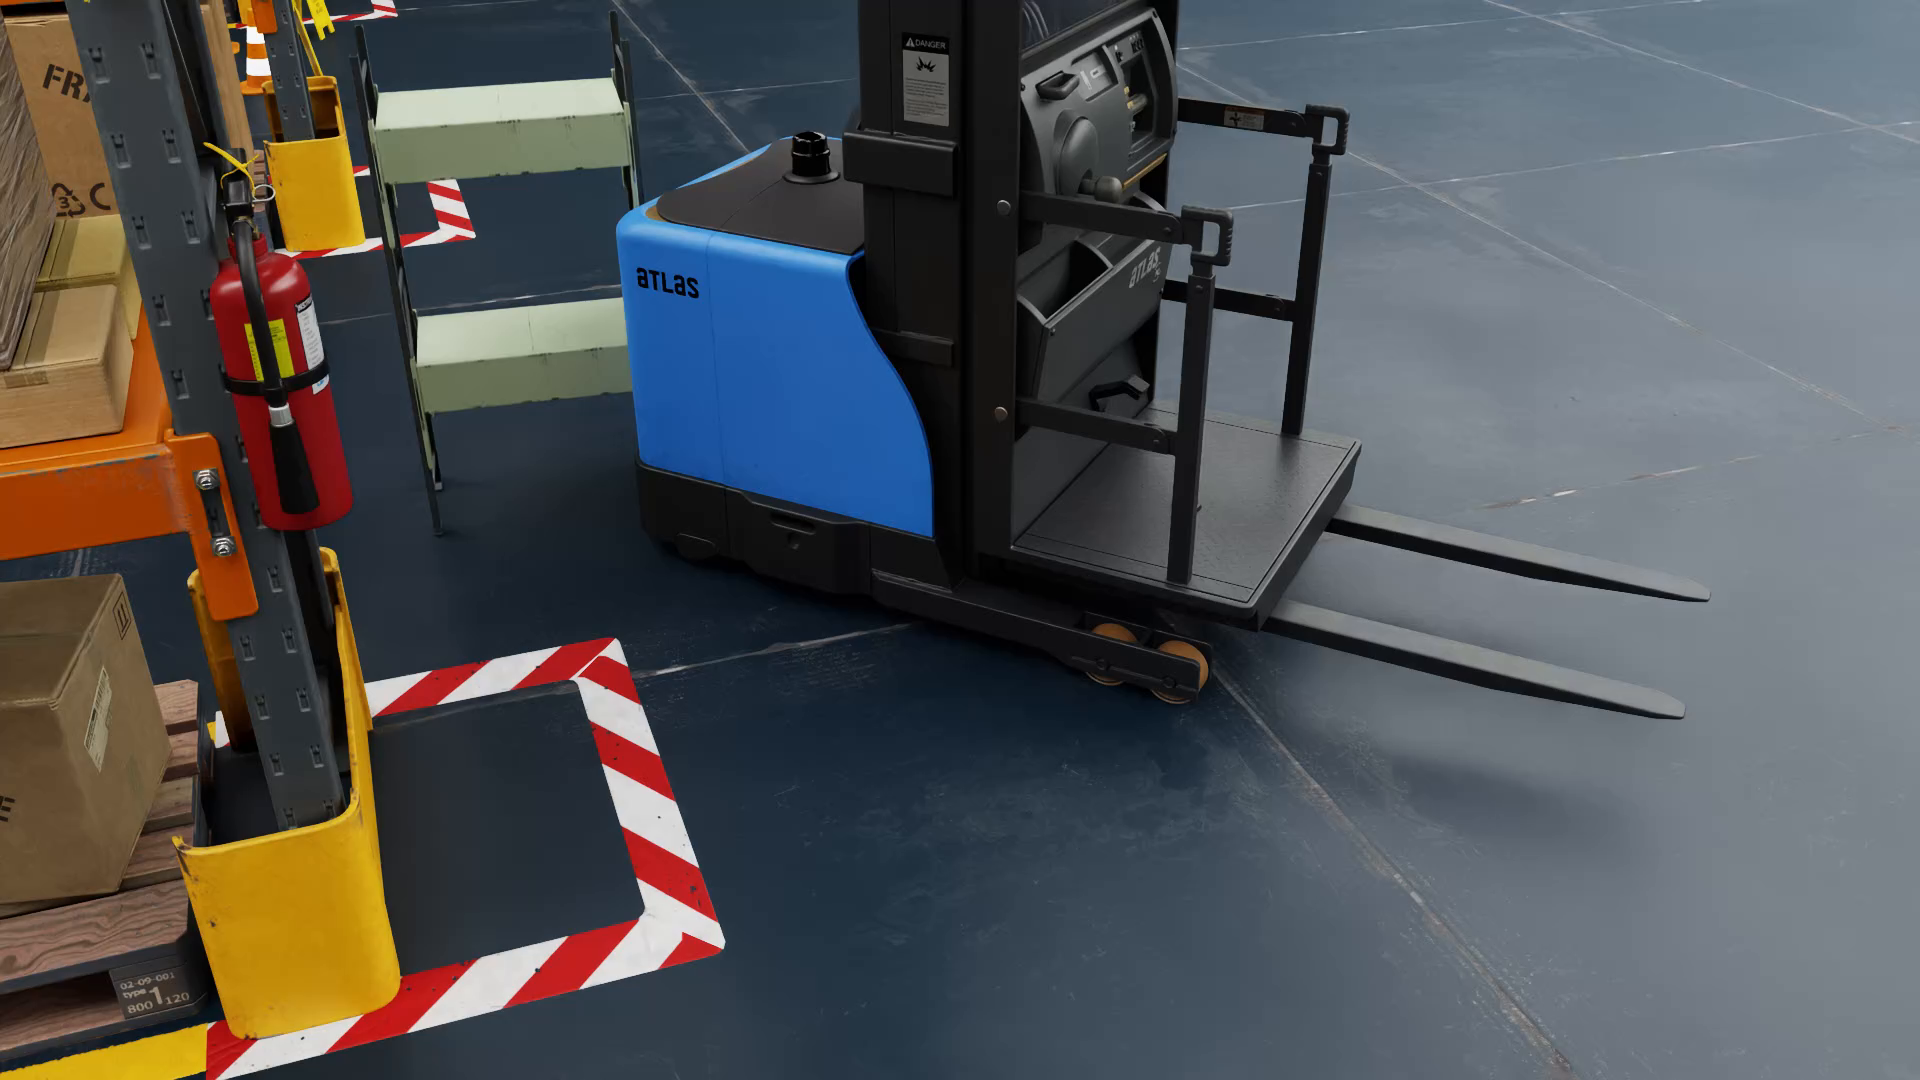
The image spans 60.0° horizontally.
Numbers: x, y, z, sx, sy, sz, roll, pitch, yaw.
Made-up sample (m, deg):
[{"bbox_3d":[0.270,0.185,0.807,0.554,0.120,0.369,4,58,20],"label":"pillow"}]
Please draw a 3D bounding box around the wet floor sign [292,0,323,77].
[{"bbox_3d":[-3.774,-2.793,9.501,0.232,0.644,0.267,-16,33,-26],"label":"wet floor sign"}]

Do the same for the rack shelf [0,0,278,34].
[{"bbox_3d":[-4.985,-2.235,6.869,4.000,0.370,1.077,-10,31,-18],"label":"rack shelf"}]

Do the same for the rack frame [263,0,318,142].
[{"bbox_3d":[-3.110,-2.893,7.297,0.127,3.000,1.000,-10,31,-18],"label":"rack frame"}]

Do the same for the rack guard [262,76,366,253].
[{"bbox_3d":[-3.088,-1.811,7.923,0.348,0.500,1.175,-10,31,-18],"label":"rack guard"}]

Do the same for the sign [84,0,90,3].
[{"bbox_3d":[-1.301,-0.953,2.404,0.005,0.325,0.100,-10,31,-18],"label":"sign"}]

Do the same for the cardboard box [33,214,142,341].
[{"bbox_3d":[-1.826,-0.526,3.397,0.250,0.149,0.380,-10,31,-18],"label":"cardboard box"}]

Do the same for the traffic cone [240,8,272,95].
[{"bbox_3d":[-4.179,-2.940,9.944,0.334,0.463,0.336,-10,31,-18],"label":"traffic cone"}]

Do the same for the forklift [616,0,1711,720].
[{"bbox_3d":[0.558,-1.133,4.278,3.031,2.935,1.130,14,33,23],"label":"forklift"}]

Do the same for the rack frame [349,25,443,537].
[{"bbox_3d":[-1.705,-0.759,5.067,0.023,1.500,0.400,-8,31,-13],"label":"rack frame"}]

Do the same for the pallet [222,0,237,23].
[{"bbox_3d":[-5.776,-3.823,11.747,1.213,0.211,1.003,-10,31,-18],"label":"pallet"}]

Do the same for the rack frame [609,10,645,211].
[{"bbox_3d":[-0.999,-0.855,5.235,0.023,1.500,0.400,-8,31,-13],"label":"rack frame"}]

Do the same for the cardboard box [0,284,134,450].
[{"bbox_3d":[-1.671,-0.320,3.035,0.250,0.149,0.380,-10,31,-18],"label":"cardboard box"}]

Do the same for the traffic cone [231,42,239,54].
[{"bbox_3d":[-4.884,-3.397,10.745,0.334,0.463,0.336,-10,31,-18],"label":"traffic cone"}]

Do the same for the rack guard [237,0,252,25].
[{"bbox_3d":[-5.002,-4.072,11.893,0.348,0.500,1.175,-10,31,-18],"label":"rack guard"}]

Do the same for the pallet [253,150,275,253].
[{"bbox_3d":[-3.832,-1.507,7.681,1.213,0.211,1.003,-10,31,-18],"label":"pallet"}]

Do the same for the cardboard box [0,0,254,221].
[{"bbox_3d":[-3.723,-2.004,7.460,0.875,0.875,0.875,-10,31,-17],"label":"cardboard box"}]

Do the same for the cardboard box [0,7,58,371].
[{"bbox_3d":[-2.001,-0.664,2.984,0.500,0.500,0.875,-10,31,-18],"label":"cardboard box"}]

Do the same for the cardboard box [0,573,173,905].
[{"bbox_3d":[-2.067,0.430,3.566,0.500,0.500,0.500,-5,30,-8],"label":"cardboard box"}]

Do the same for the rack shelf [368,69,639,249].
[{"bbox_3d":[-1.352,-1.146,4.958,0.720,0.370,0.431,-8,31,-13],"label":"rack shelf"}]

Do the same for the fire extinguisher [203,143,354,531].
[{"bbox_3d":[-1.208,-0.346,2.906,0.183,0.674,0.296,-10,31,-18],"label":"fire extinguisher"}]

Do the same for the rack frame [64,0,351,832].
[{"bbox_3d":[-1.476,-0.574,3.227,0.127,3.000,1.000,-10,31,-18],"label":"rack frame"}]

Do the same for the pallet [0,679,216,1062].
[{"bbox_3d":[-2.320,0.775,3.677,1.213,0.211,1.003,-10,31,-18],"label":"pallet"}]

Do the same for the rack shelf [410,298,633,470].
[{"bbox_3d":[-1.352,-0.524,5.313,0.720,0.370,0.431,-8,31,-13],"label":"rack shelf"}]

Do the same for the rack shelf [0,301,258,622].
[{"bbox_3d":[-3.350,0.084,2.799,4.000,0.370,1.077,-10,31,-18],"label":"rack shelf"}]

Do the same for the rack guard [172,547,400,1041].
[{"bbox_3d":[-1.547,0.525,3.823,0.348,0.500,1.175,-10,31,-18],"label":"rack guard"}]

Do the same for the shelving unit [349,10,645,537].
[{"bbox_3d":[-1.352,-0.807,5.151,0.755,1.500,0.431,-8,31,-13],"label":"shelving unit"}]

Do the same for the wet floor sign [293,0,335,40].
[{"bbox_3d":[-4.380,-3.685,11.066,0.232,0.644,0.267,0,30,0],"label":"wet floor sign"}]
